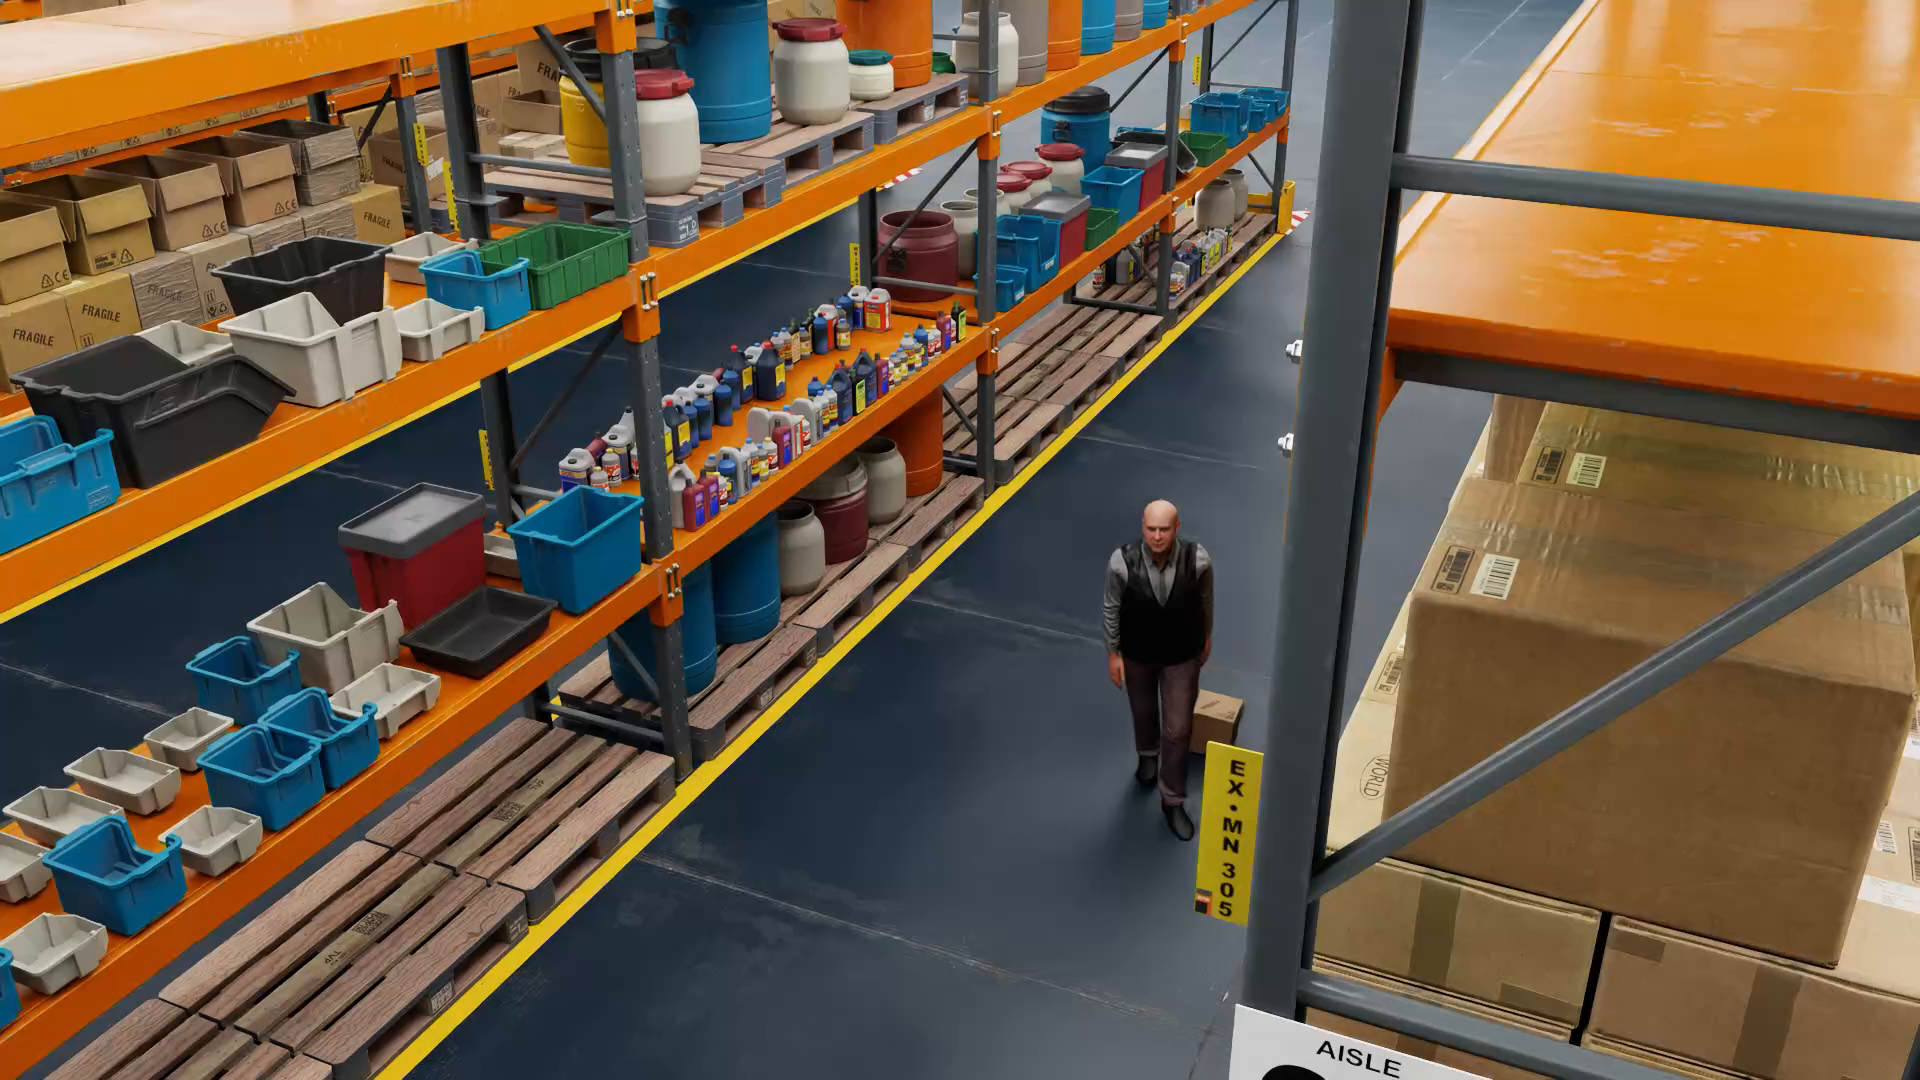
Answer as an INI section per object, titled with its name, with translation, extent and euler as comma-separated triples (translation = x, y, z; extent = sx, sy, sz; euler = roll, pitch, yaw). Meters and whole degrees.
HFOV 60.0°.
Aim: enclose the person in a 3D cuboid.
[person]
translation = 0.974, 0.575, 8.300
extent = 0.551, 1.741, 0.714
euler = 4, 26, 8
